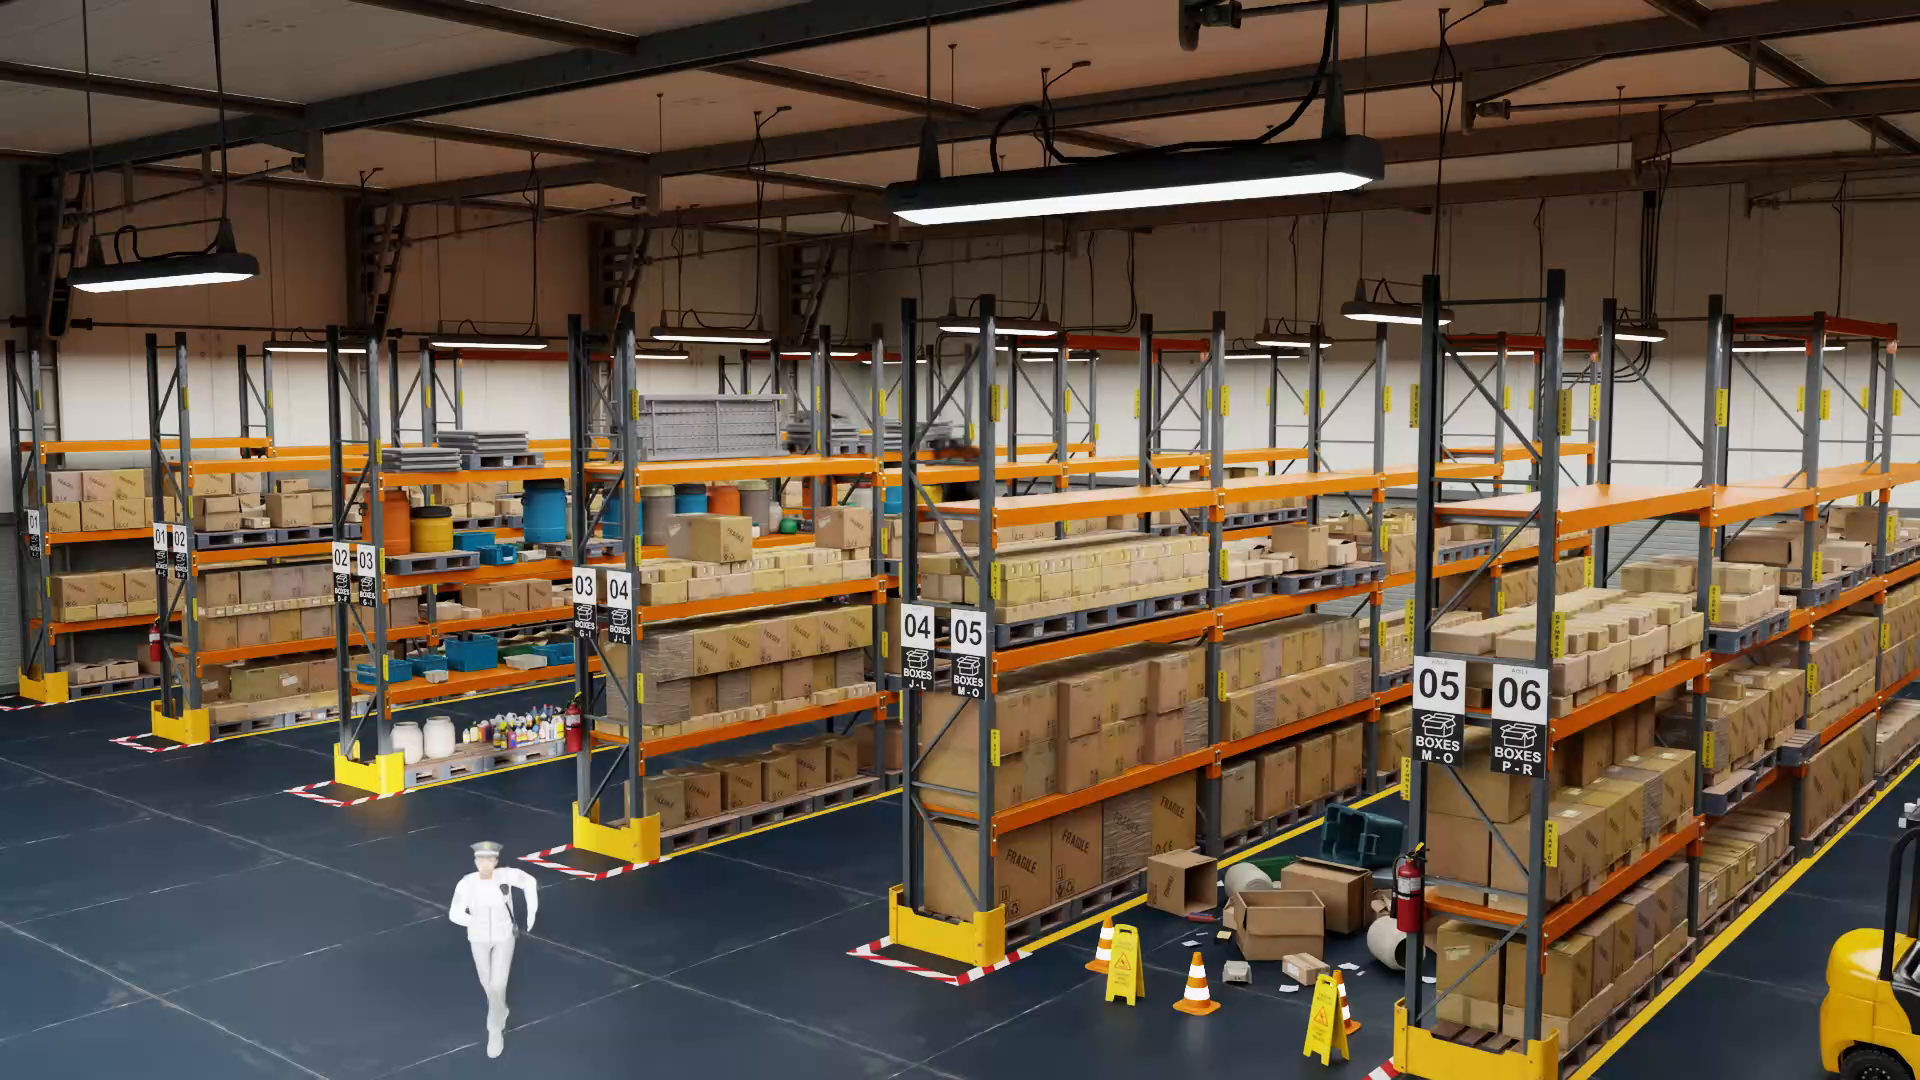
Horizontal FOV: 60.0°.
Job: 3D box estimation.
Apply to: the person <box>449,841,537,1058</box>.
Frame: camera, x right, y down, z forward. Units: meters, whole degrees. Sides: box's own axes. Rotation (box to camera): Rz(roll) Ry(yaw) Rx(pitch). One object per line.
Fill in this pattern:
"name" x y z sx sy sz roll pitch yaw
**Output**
"person" -3.657 3.156 13.064 0.639 1.704 0.807 -1 5 -9
